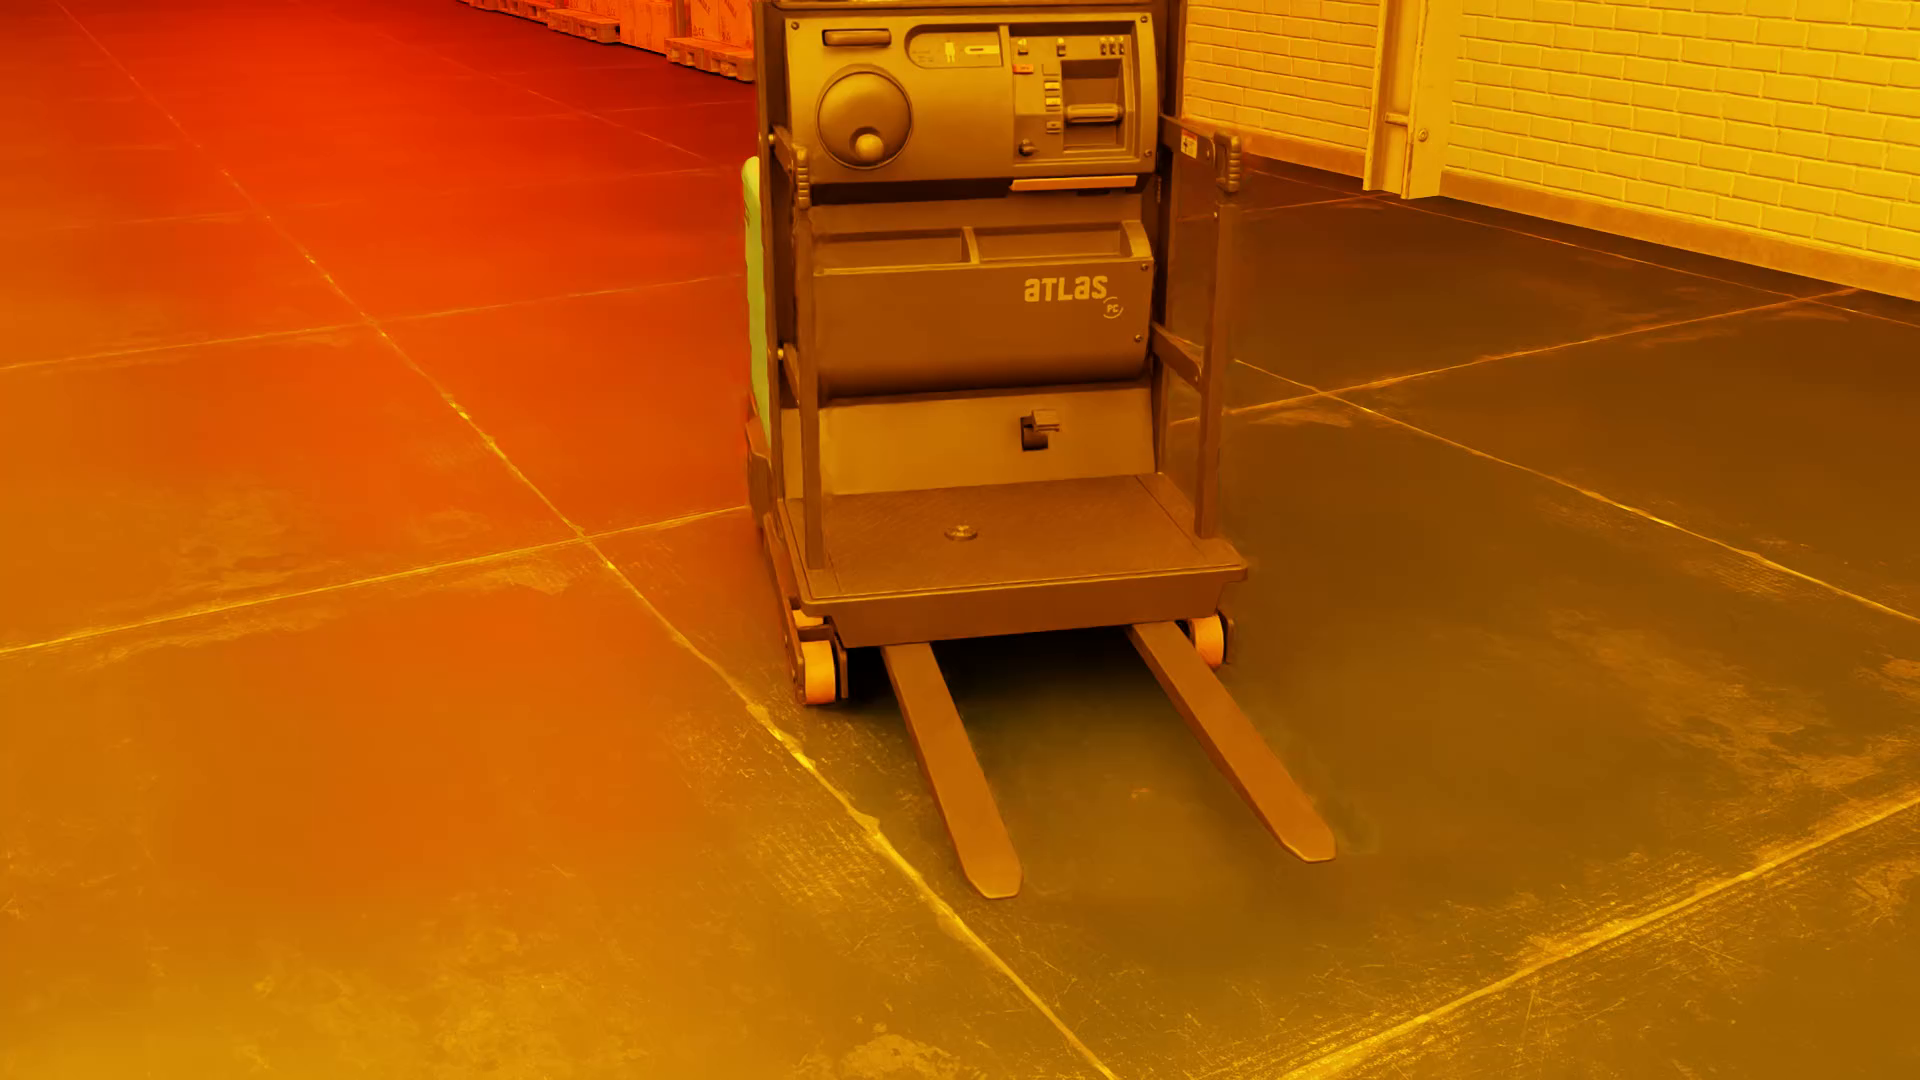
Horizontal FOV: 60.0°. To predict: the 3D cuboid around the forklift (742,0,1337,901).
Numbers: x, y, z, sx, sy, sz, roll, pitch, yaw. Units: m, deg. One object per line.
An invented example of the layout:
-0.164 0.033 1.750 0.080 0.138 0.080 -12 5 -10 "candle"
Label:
0.080 -1.095 3.943 1.130 2.935 3.031 -4 23 -10 "forklift"
